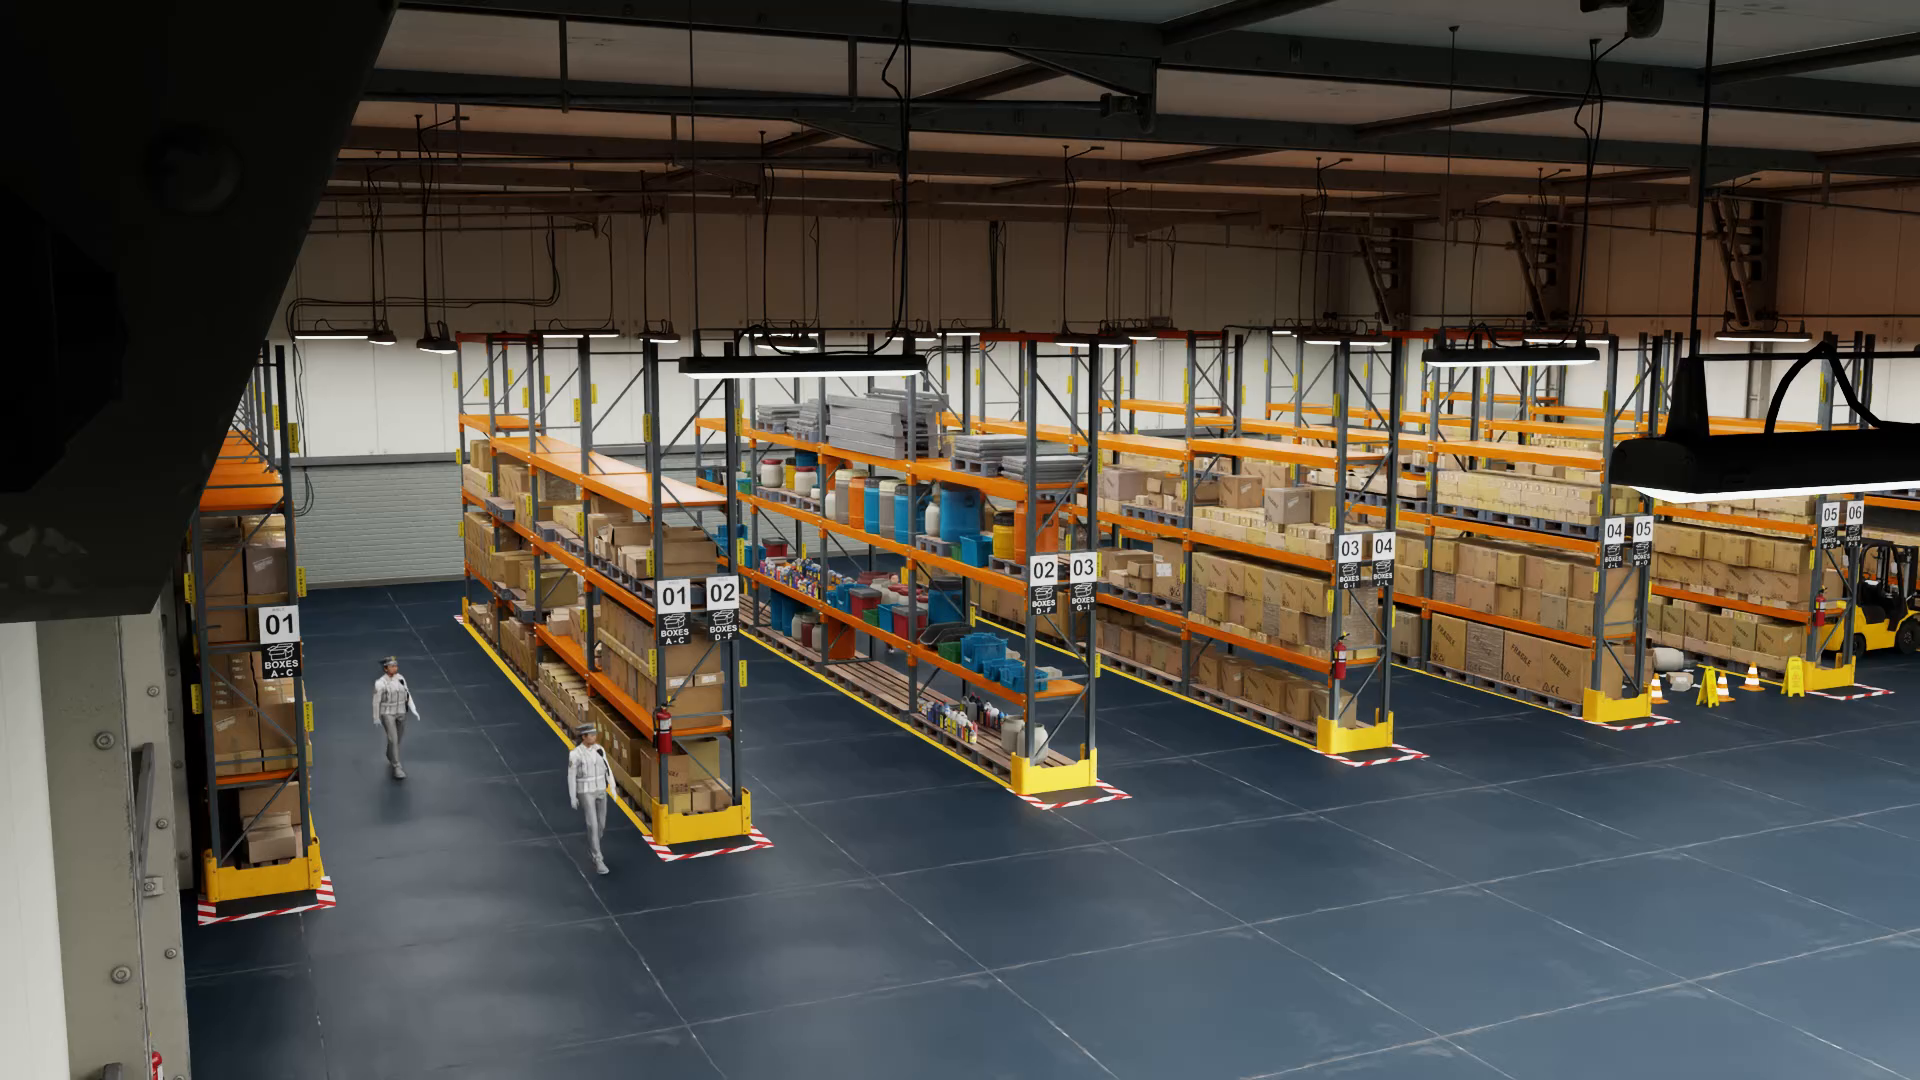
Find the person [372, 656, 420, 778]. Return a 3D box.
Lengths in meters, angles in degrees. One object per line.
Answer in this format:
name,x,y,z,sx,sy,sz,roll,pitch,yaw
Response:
person,-7.853,2.396,23.068,0.572,1.637,1.004,-6,10,-39

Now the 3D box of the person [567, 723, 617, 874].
person,-4.174,2.957,19.189,0.515,1.673,0.740,-7,11,-43

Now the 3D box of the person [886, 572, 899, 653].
person,-1.250,1.361,31.139,0.610,1.582,0.687,-2,8,-16

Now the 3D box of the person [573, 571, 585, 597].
person,-7.455,1.099,33.008,0.578,1.602,0.738,-2,8,-15
